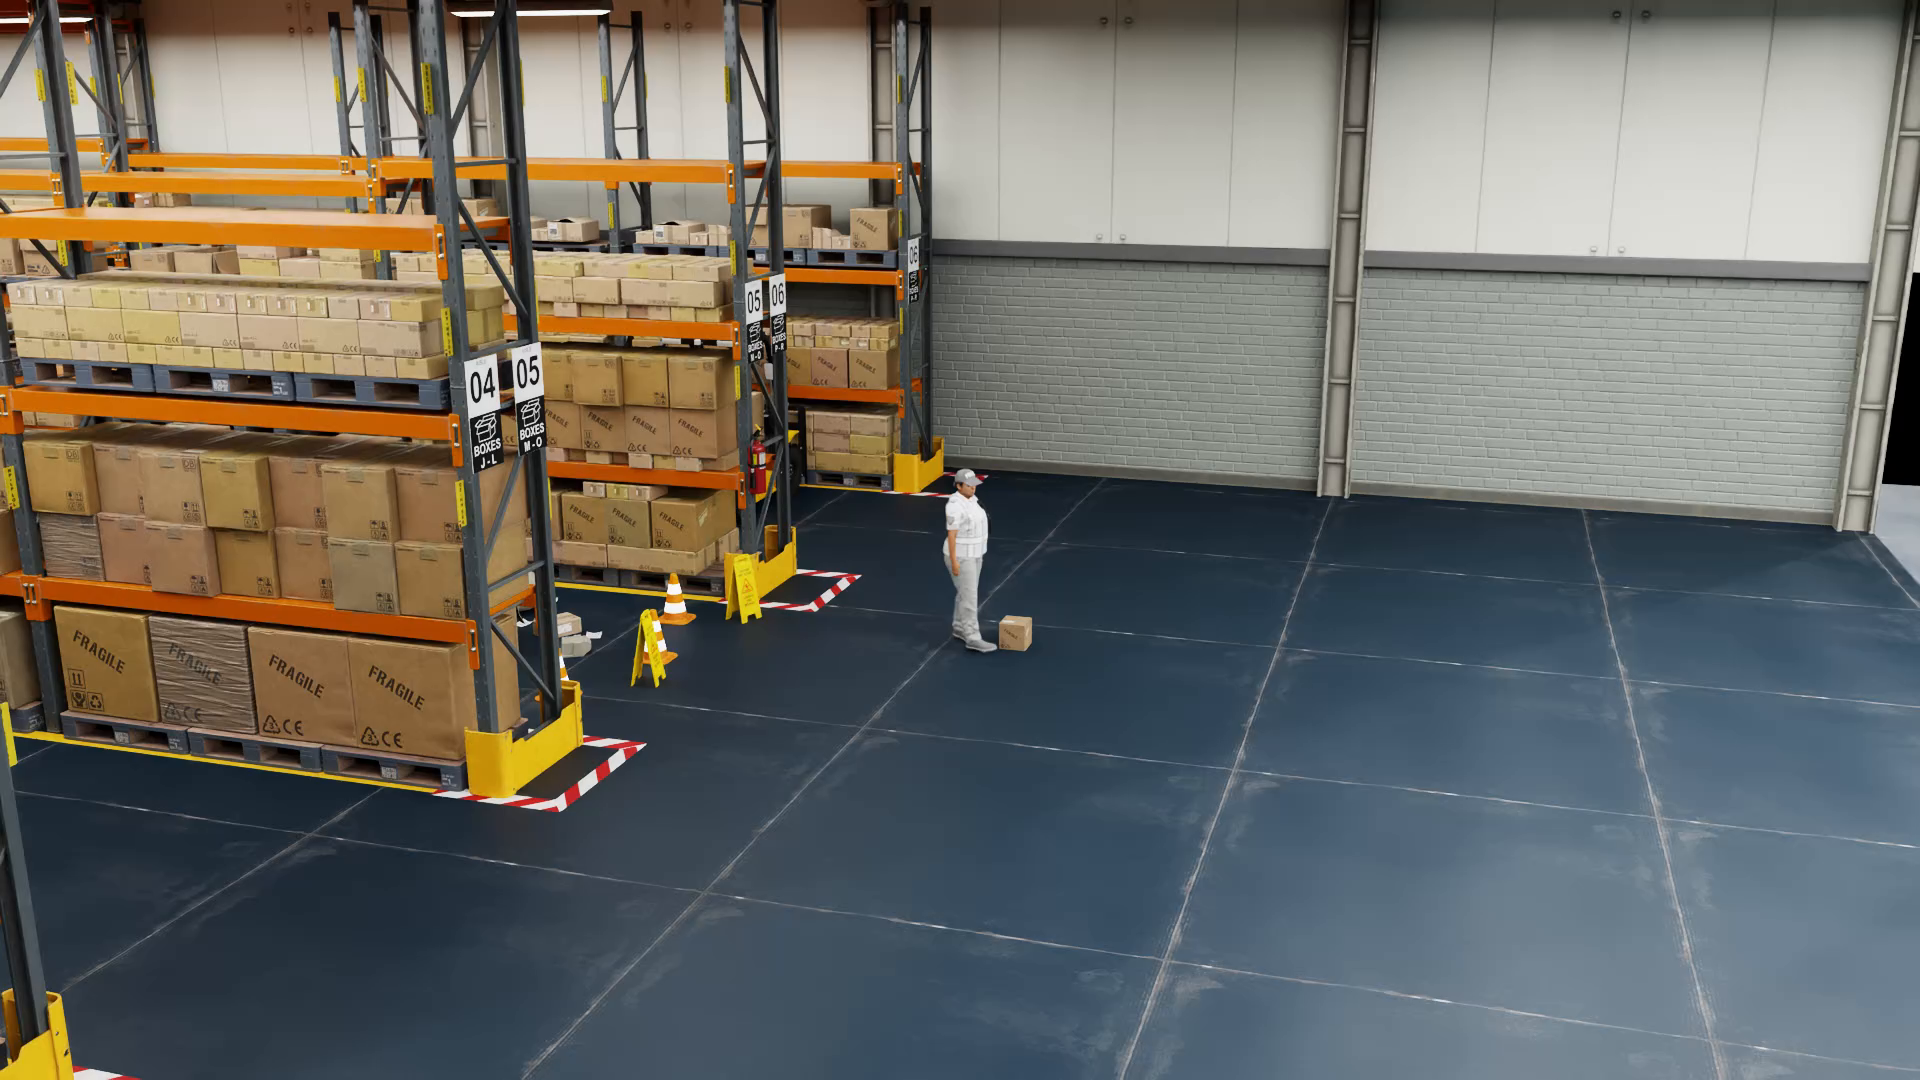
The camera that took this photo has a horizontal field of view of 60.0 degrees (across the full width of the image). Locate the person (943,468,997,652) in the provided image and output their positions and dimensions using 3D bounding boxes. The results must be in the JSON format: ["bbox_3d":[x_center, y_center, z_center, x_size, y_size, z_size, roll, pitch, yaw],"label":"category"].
[{"bbox_3d":[0.140,0.159,15.347,0.581,1.656,0.478,7,17,25],"label":"person"}]
